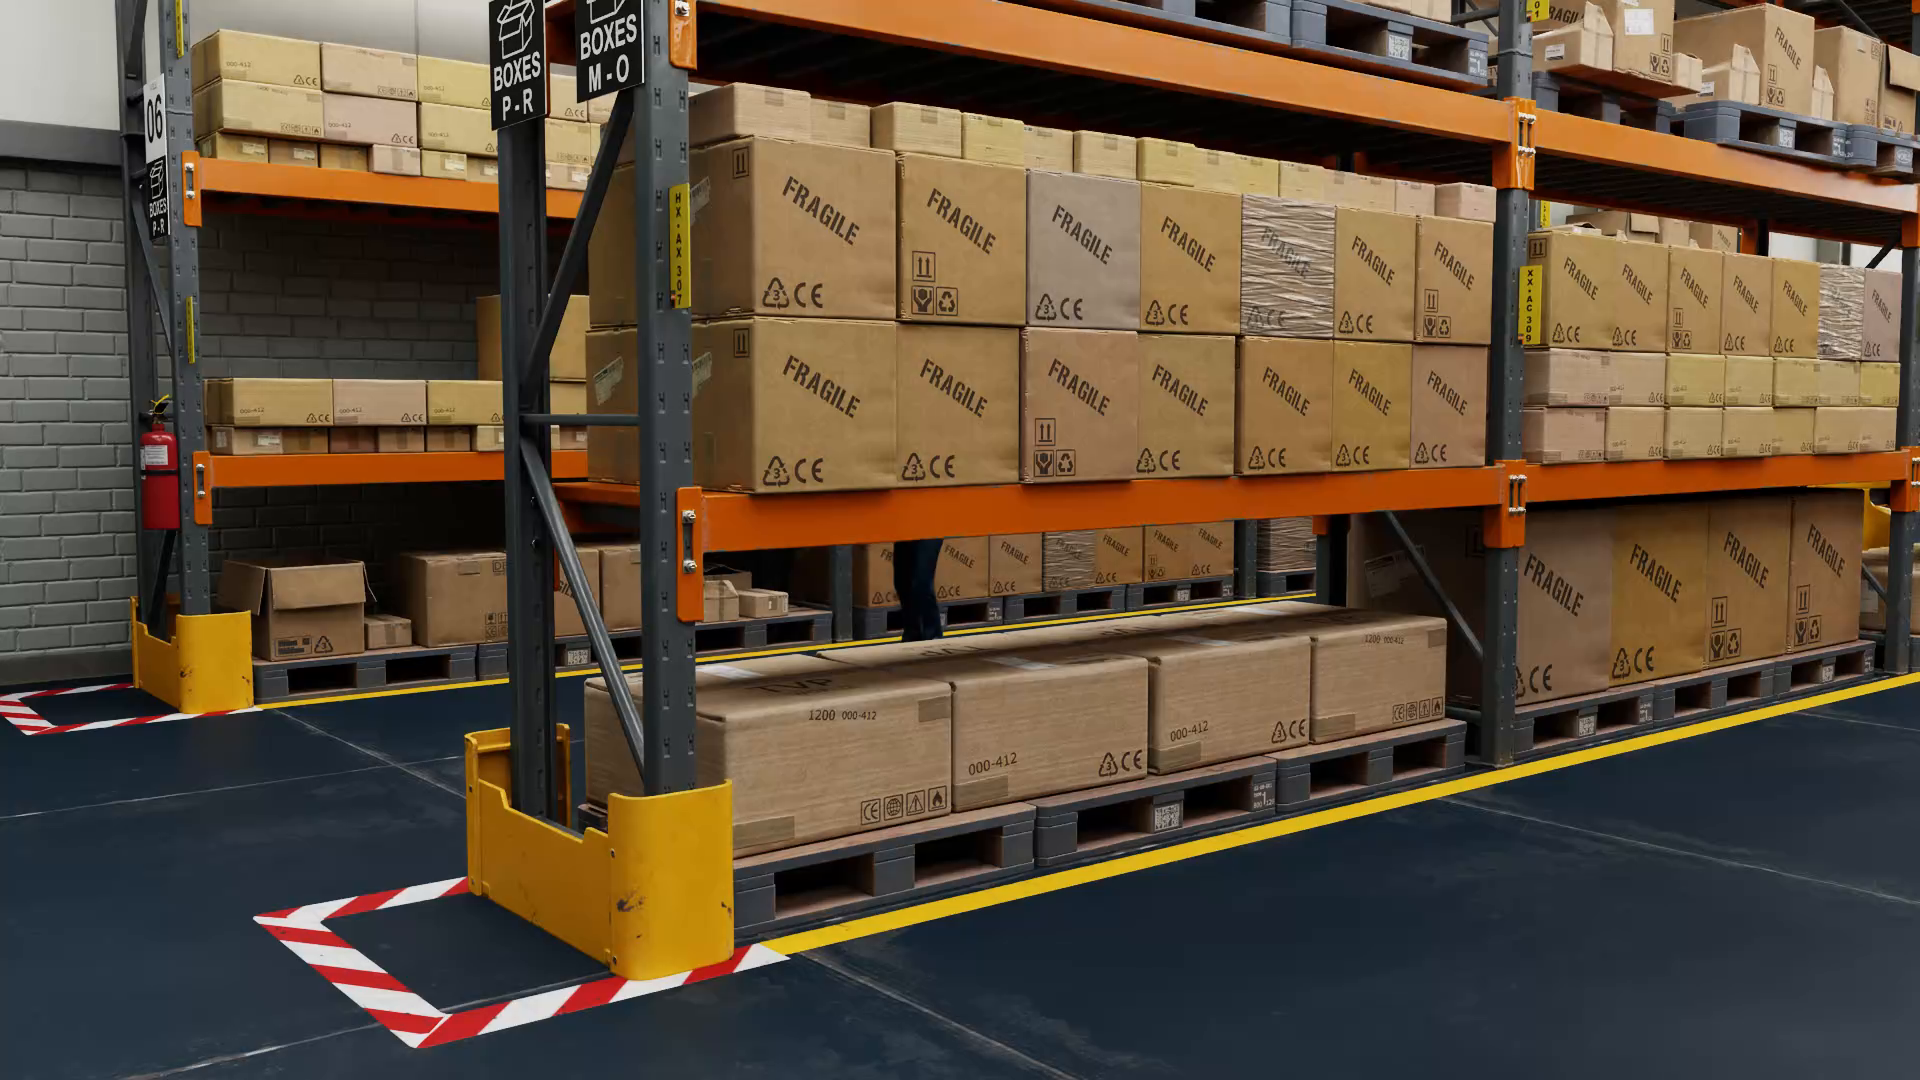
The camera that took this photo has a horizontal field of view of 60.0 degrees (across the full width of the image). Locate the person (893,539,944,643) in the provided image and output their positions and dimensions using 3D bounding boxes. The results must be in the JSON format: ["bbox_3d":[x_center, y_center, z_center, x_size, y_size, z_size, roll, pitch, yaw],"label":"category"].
[{"bbox_3d":[-0.324,-0.039,10.017,0.508,1.596,0.375,-3,6,-37],"label":"person"}]
